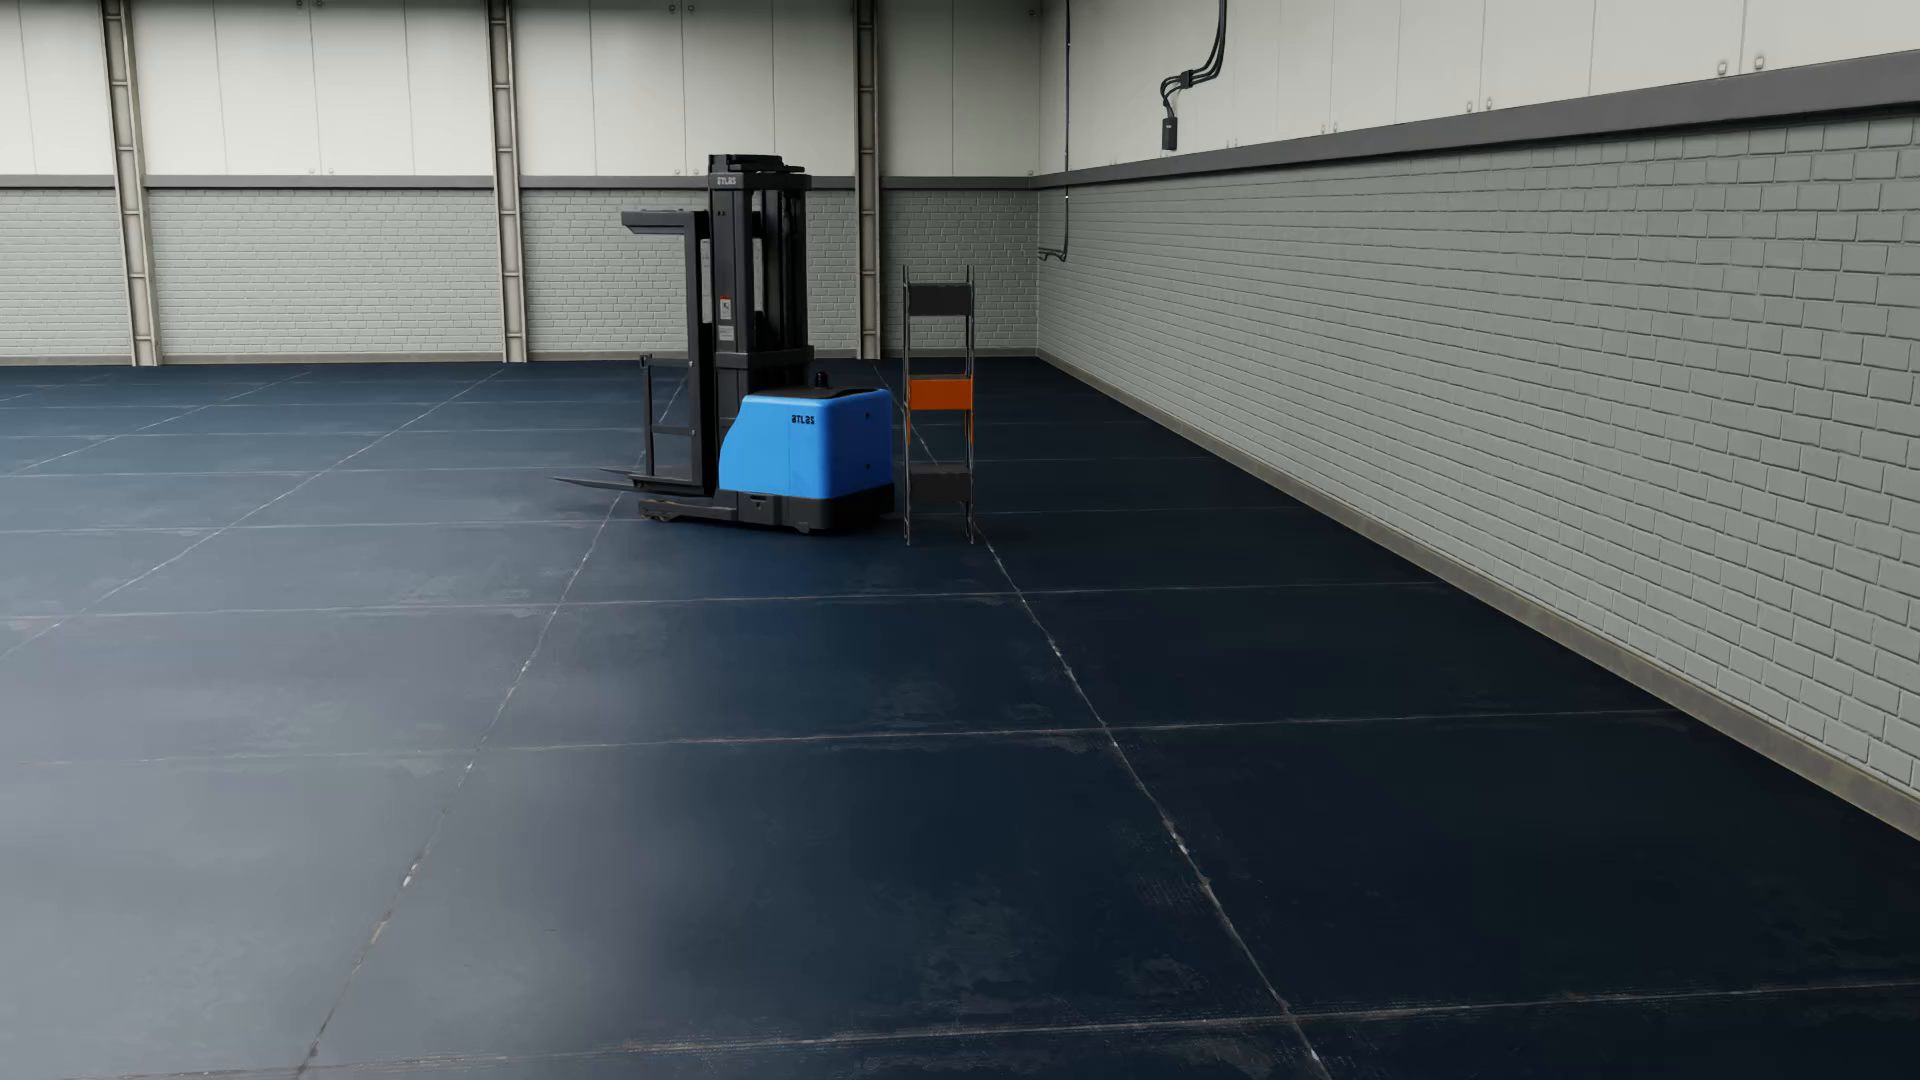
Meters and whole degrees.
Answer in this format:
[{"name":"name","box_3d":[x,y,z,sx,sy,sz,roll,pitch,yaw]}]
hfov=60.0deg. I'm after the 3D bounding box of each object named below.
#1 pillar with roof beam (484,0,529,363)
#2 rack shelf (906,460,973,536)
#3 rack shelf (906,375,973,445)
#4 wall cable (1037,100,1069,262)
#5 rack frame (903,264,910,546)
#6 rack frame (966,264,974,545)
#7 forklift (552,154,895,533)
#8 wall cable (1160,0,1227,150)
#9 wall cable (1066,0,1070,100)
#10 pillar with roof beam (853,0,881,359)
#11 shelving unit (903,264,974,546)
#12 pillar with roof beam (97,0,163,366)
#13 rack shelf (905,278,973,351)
[{"name":"pillar with roof beam","box_3d":[-7.089,-6.628,23.254,0.400,9.000,9.100,-1,11,-6]},{"name":"rack shelf","box_3d":[-0.165,-0.327,12.786,0.480,0.518,0.431,-1,11,-6]},{"name":"rack shelf","box_3d":[-0.165,-1.013,12.651,0.480,0.518,0.431,-1,11,-6]},{"name":"wall cable","box_3d":[1.482,-5.863,27.411,0.112,2.526,3.097,-1,11,-6]},{"name":"rack frame","box_3d":[-0.407,-1.022,12.622,0.015,2.100,0.400,-1,11,-6]},{"name":"rack frame","box_3d":[0.078,-1.032,12.674,0.015,2.100,0.400,-1,11,-6]},{"name":"forklift","box_3d":[-2.076,-1.673,13.778,3.031,2.935,1.130,6,13,29]},{"name":"wall cable","box_3d":[2.492,-7.234,17.521,0.169,6.003,2.305,-1,11,-6]},{"name":"wall cable","box_3d":[1.774,-7.822,24.285,0.112,2.526,3.097,-1,11,-6]},{"name":"pillar with roof beam","box_3d":[-1.124,-6.753,23.890,0.400,9.000,9.100,-1,11,-6]},{"name":"shelving unit","box_3d":[-0.165,-1.027,12.648,0.503,2.100,0.431,-1,11,-6]},{"name":"pillar with roof beam","box_3d":[-13.054,-6.503,22.619,0.400,9.000,9.100,-1,11,-6]},{"name":"rack shelf","box_3d":[-0.165,-1.700,12.516,0.480,0.518,0.431,-1,11,-6]}]
